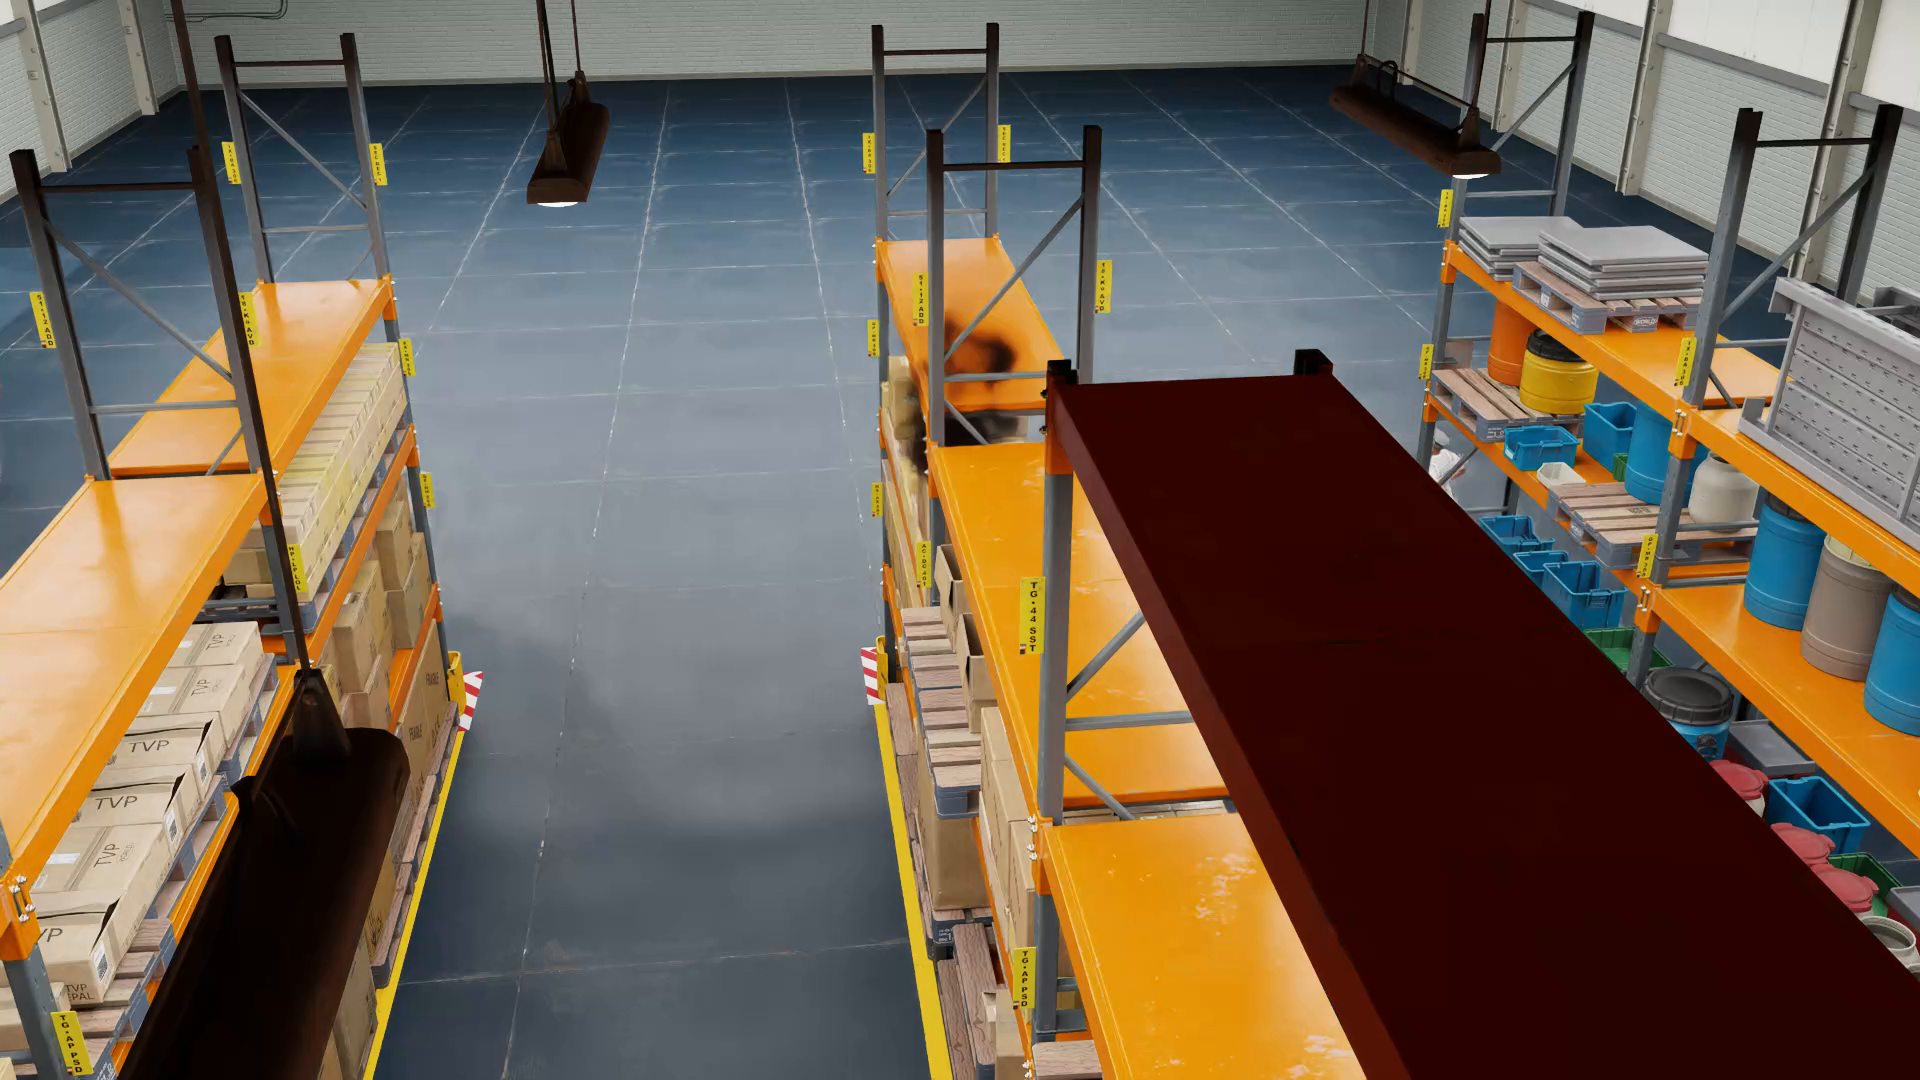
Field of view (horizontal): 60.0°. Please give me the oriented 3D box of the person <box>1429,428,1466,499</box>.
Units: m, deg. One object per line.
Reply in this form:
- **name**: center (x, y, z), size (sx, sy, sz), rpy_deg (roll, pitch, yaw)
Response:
- **person**: center (4.873, -0.301, 17.135), size (0.927, 1.801, 0.682), rpy_deg (16, 30, 30)
